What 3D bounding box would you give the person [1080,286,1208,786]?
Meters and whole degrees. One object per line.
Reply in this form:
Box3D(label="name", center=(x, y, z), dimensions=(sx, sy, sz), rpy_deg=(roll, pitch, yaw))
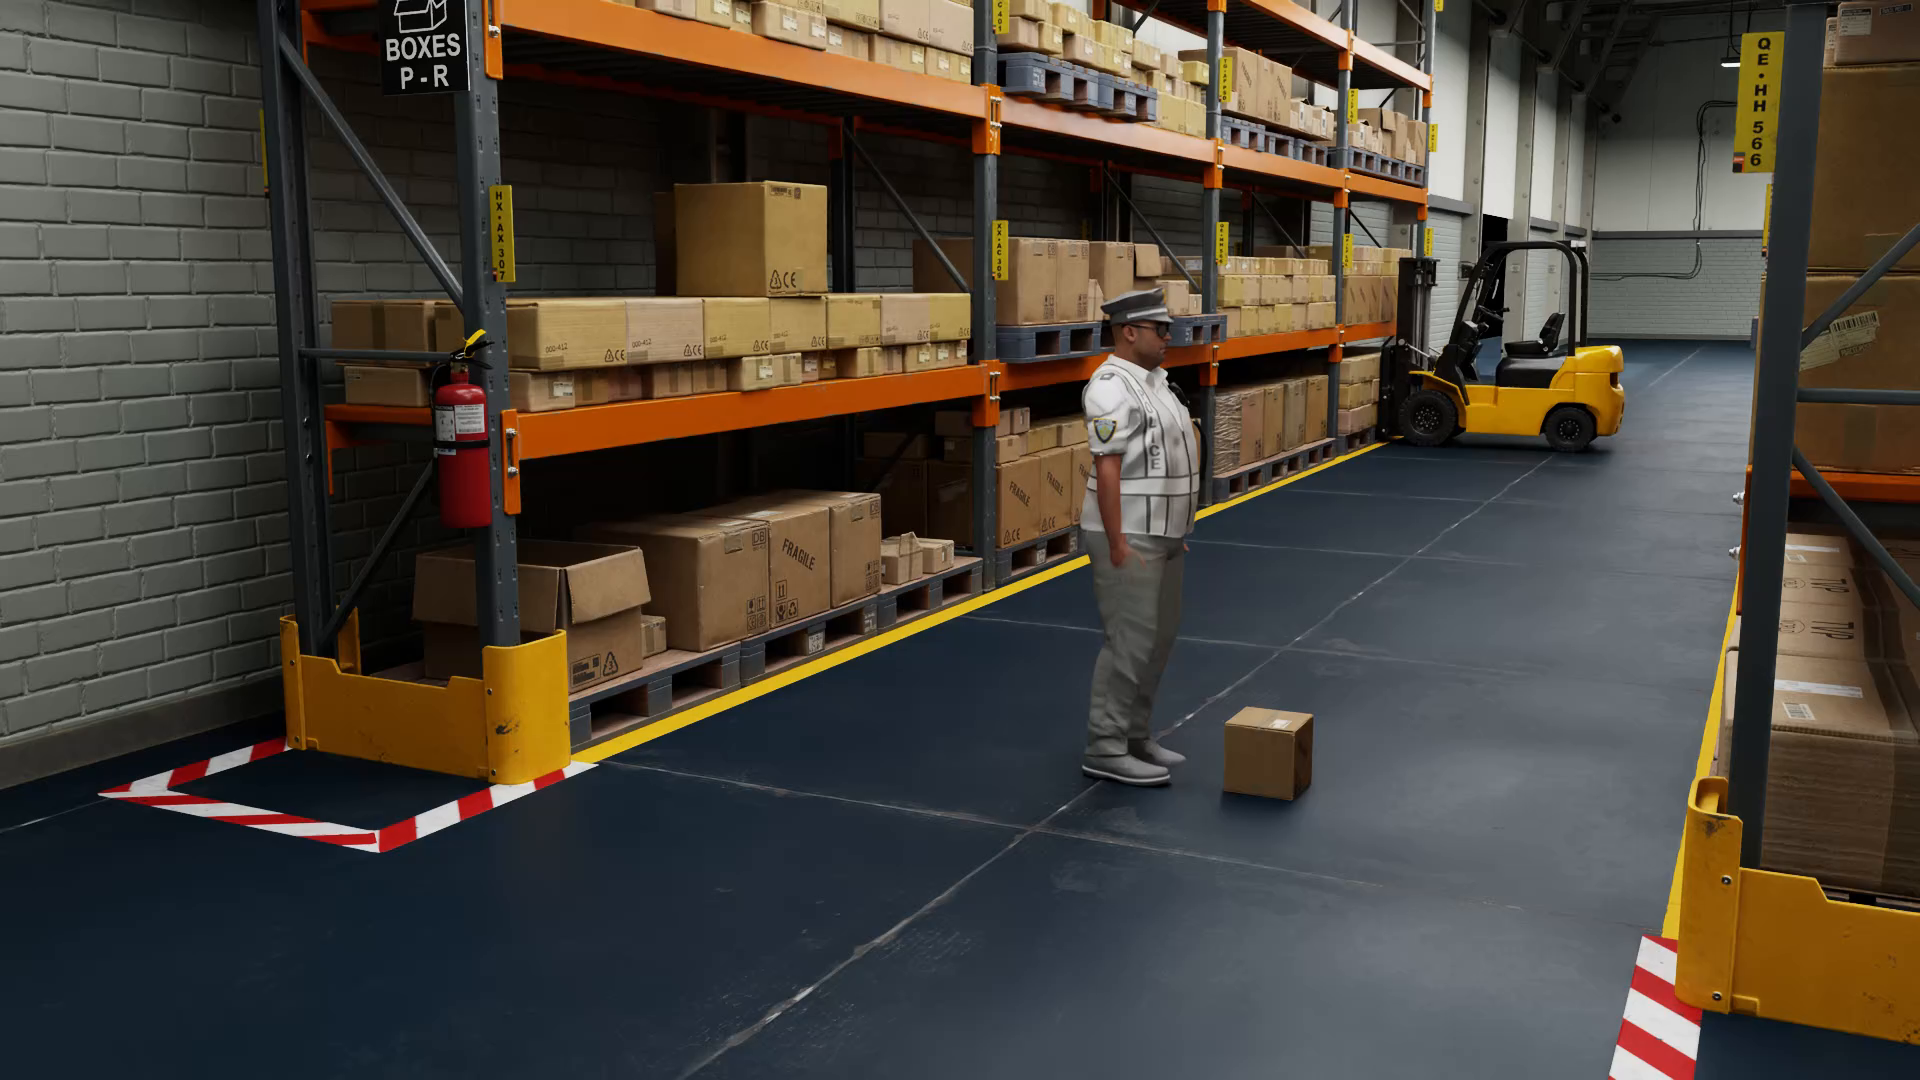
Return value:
Box3D(label="person", center=(0.656, -0.013, 5.994), dimensions=(0.393, 1.778, 0.526), rpy_deg=(5, 10, 27))
